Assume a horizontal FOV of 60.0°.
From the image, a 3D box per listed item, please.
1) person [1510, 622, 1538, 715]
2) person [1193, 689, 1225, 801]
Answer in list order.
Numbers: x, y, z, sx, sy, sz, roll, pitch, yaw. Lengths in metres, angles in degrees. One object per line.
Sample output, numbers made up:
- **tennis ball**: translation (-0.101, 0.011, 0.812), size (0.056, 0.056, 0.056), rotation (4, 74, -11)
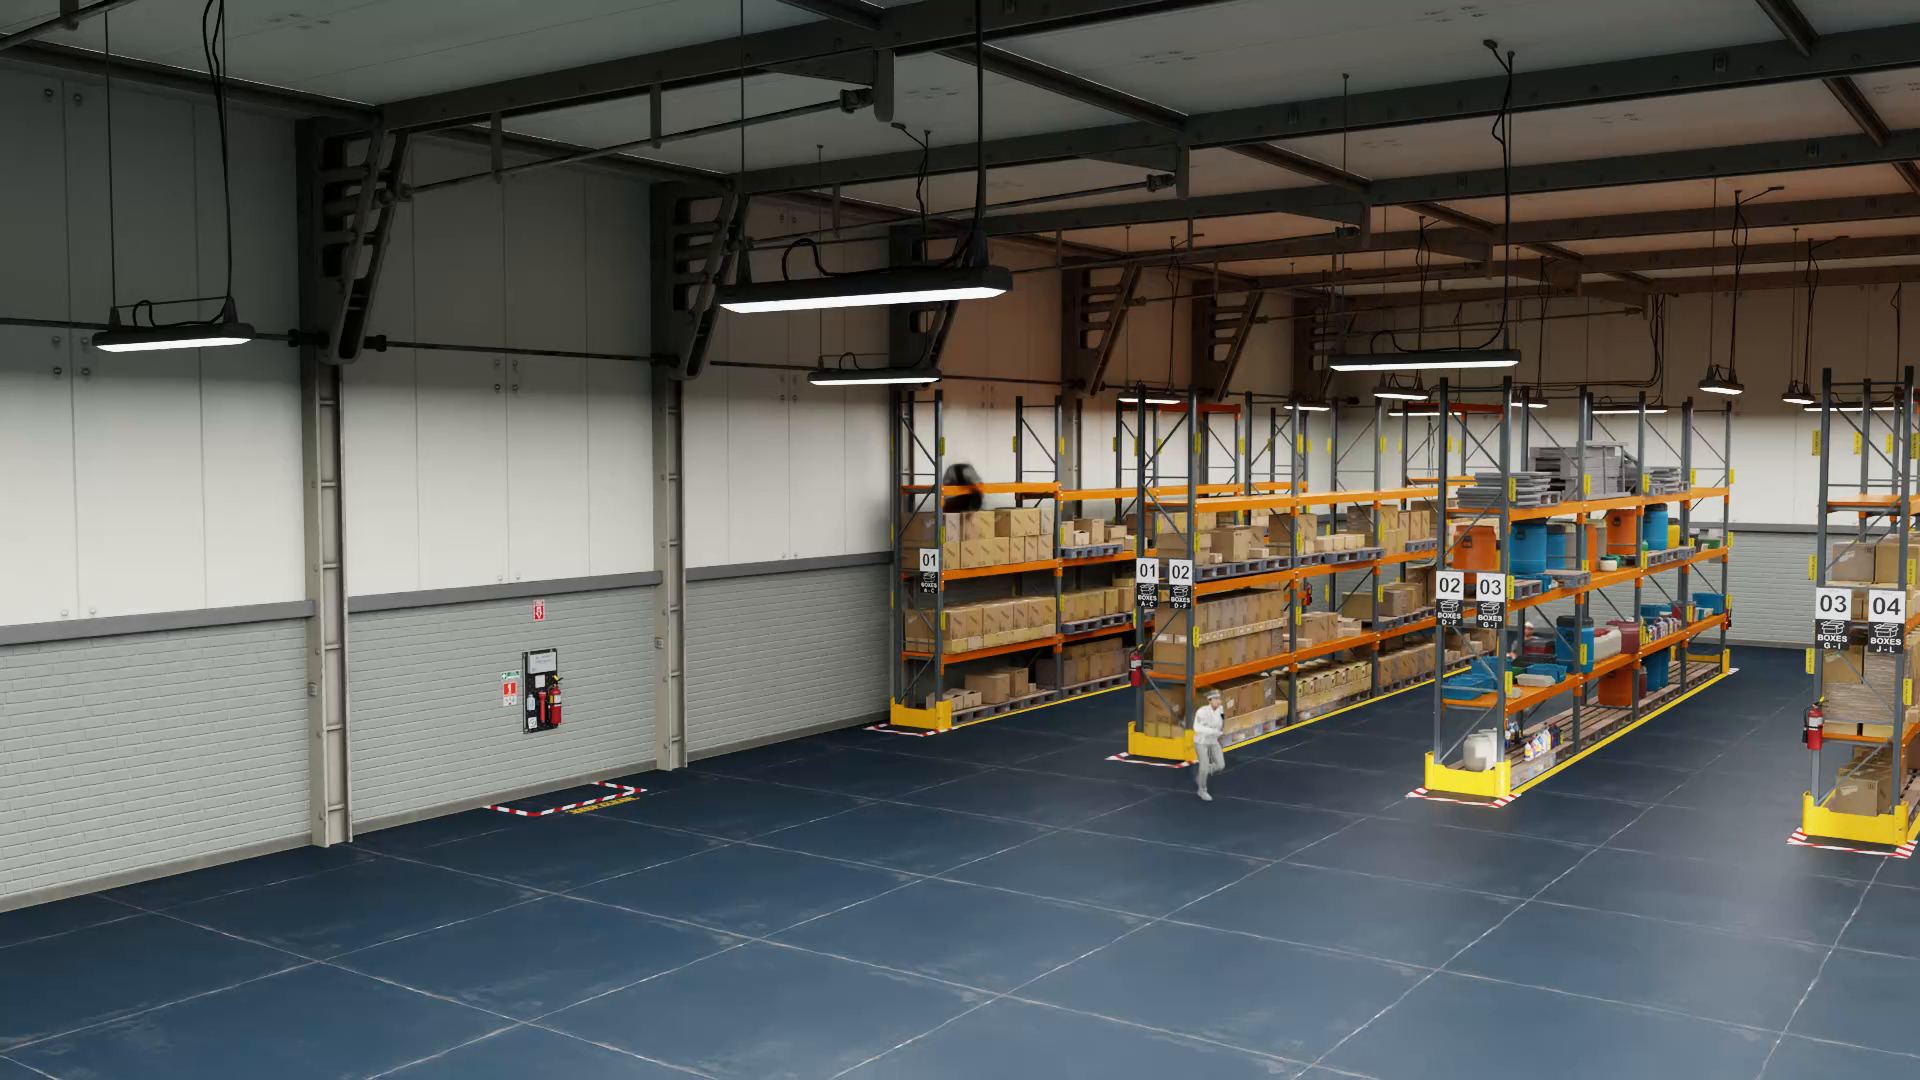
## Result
- **person**: translation (10.539, 2.391, 30.899), size (0.648, 1.737, 0.614), rotation (2, 4, 29)
- **person**: translation (3.544, 2.886, 23.429), size (0.597, 1.628, 0.660), rotation (-1, 4, -23)
